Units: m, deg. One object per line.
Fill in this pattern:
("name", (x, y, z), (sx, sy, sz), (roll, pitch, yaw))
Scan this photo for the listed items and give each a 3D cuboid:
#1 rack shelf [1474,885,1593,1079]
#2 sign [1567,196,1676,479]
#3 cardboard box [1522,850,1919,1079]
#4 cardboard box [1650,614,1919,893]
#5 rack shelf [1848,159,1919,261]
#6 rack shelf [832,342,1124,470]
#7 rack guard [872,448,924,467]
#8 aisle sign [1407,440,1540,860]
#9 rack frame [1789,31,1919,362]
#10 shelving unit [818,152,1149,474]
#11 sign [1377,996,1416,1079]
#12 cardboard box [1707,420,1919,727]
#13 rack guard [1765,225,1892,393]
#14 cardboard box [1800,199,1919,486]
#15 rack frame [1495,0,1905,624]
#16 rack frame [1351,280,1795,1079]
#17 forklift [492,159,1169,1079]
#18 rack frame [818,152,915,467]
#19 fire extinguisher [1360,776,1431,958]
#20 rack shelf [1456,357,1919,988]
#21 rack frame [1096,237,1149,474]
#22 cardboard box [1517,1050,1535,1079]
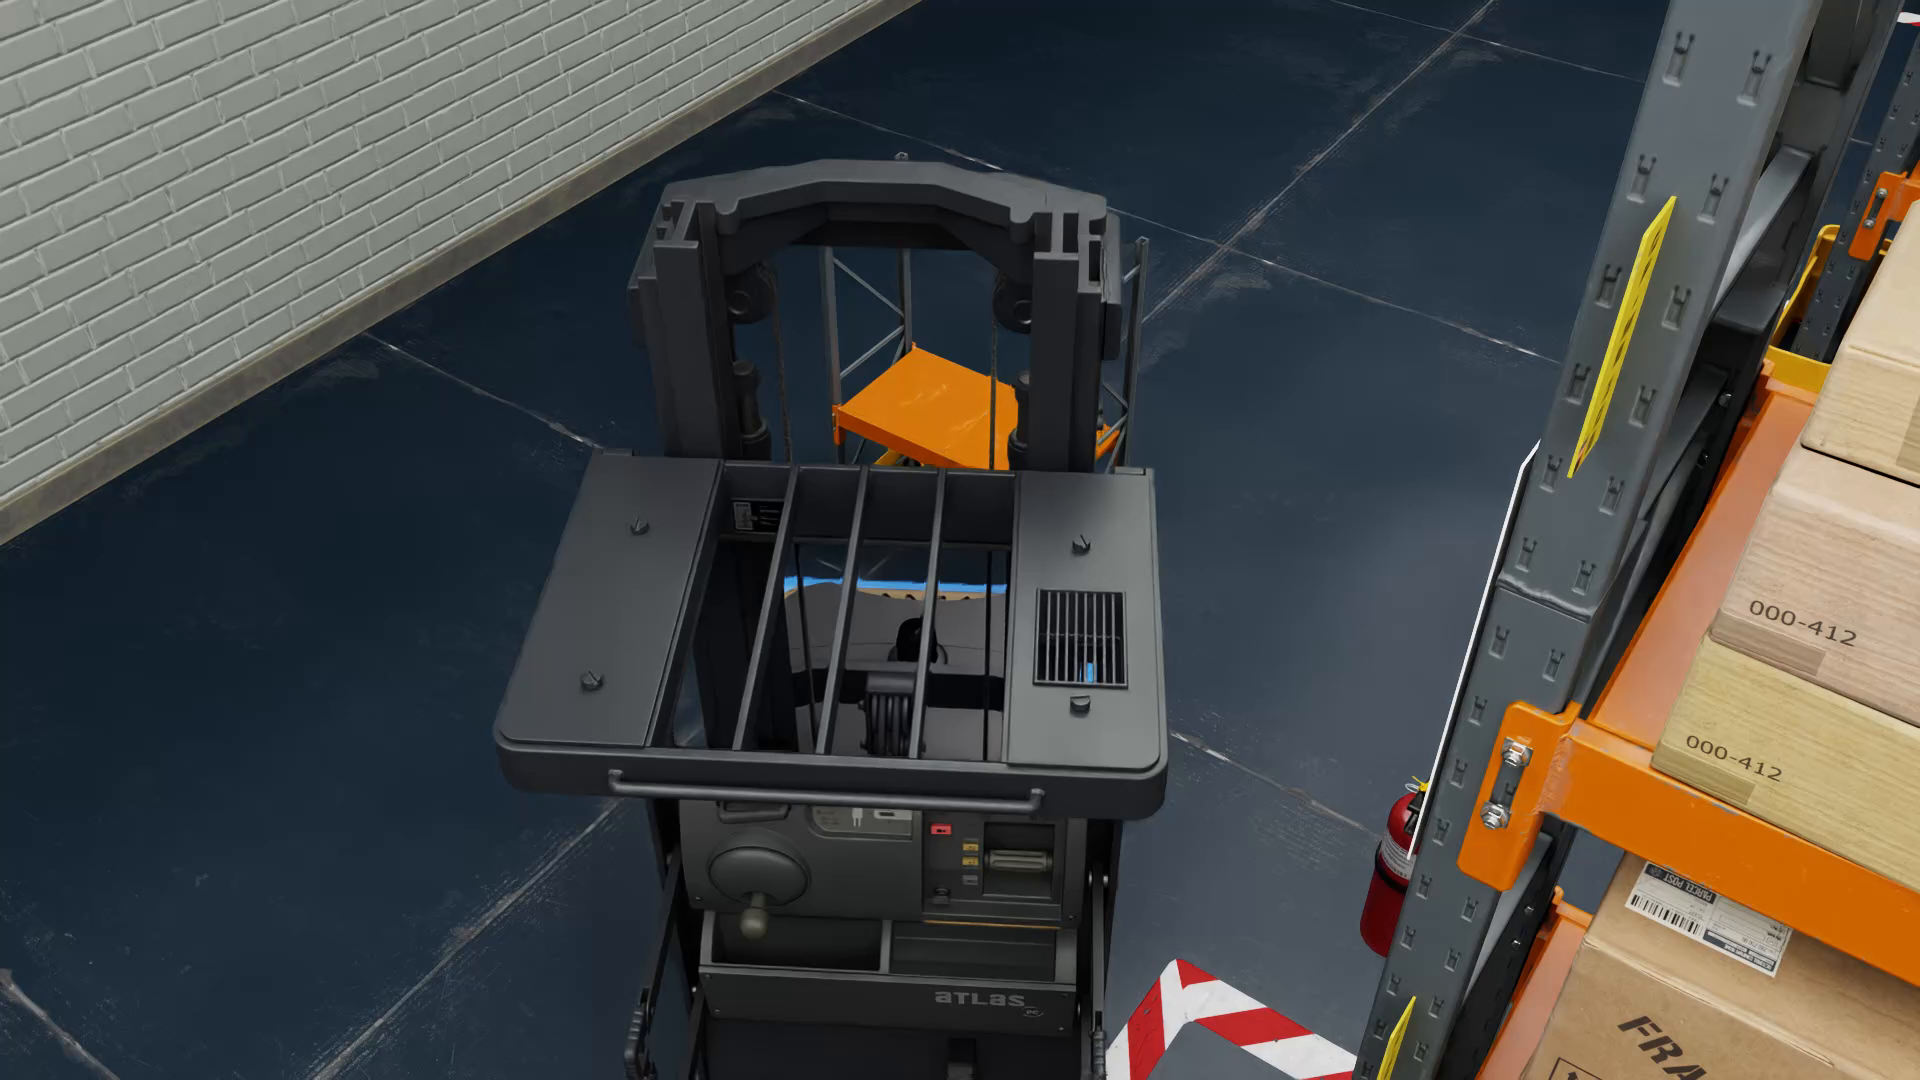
("rack shelf", (2.679, 1.963, 2.847), (4.000, 0.370, 1.077), (25, 48, 25))
("sign", (0.730, -0.218, 1.840), (0.005, 0.325, 0.100), (25, 48, 25))
("cardboard box", (1.257, 0.725, 2.642), (0.500, 0.500, 0.500), (25, 47, 25))
("cardboard box", (1.263, 0.178, 2.164), (0.500, 0.250, 0.500), (27, 48, 27))
("rack shelf", (5.439, -0.778, 5.910), (4.000, 0.370, 1.077), (25, 48, 25))
("rack shelf", (0.070, -0.392, 6.333), (1.000, 0.185, 0.538), (25, 48, 25))
("rack guard", (-0.345, -0.255, 6.847), (0.087, 0.250, 0.587), (25, 48, 25))
("aisle sign", (0.810, 0.096, 2.444), (0.004, 0.787, 0.394), (25, 48, 25))
("rack frame", (3.801, -1.812, 6.526), (0.127, 3.000, 1.000), (25, 48, 25))
("shelving unit", (0.062, -0.530, 6.217), (1.083, 1.500, 0.587), (25, 48, 25))
("sign", (0.730, 0.903, 2.843), (0.005, 0.325, 0.100), (25, 48, 25))
("cardboard box", (1.260, -0.006, 1.995), (0.500, 0.250, 0.500), (26, 48, 26))
("rack guard", (3.782, -0.890, 7.370), (0.348, 0.500, 1.175), (25, 48, 25))
("cardboard box", (1.176, -0.220, 1.935), (0.250, 0.149, 0.380), (25, 47, 25))
("rack frame", (1.042, -1.307, 1.462), (0.127, 3.000, 1.000), (25, 48, 25))
("rack frame", (1.042, 0.929, 3.462), (0.127, 3.000, 1.000), (25, 48, 25))
("forklift", (-0.187, 0.810, 3.647), (1.130, 2.935, 3.031), (2, 42, 3))
("rack frame", (-0.346, -0.721, 6.431), (0.032, 1.500, 0.500), (25, 48, 25))
("fire extinguisher", (1.101, 0.748, 4.002), (0.183, 0.674, 0.296), (25, 48, 25))
("rack shelf", (2.679, 0.845, 1.846), (4.000, 0.370, 1.077), (25, 48, 25))
("rack frame", (0.486, -0.332, 5.996), (0.032, 1.500, 0.500), (25, 48, 25))
("cardboard box", (1.251, 1.103, 2.969), (0.500, 0.500, 0.500), (27, 49, 27))
